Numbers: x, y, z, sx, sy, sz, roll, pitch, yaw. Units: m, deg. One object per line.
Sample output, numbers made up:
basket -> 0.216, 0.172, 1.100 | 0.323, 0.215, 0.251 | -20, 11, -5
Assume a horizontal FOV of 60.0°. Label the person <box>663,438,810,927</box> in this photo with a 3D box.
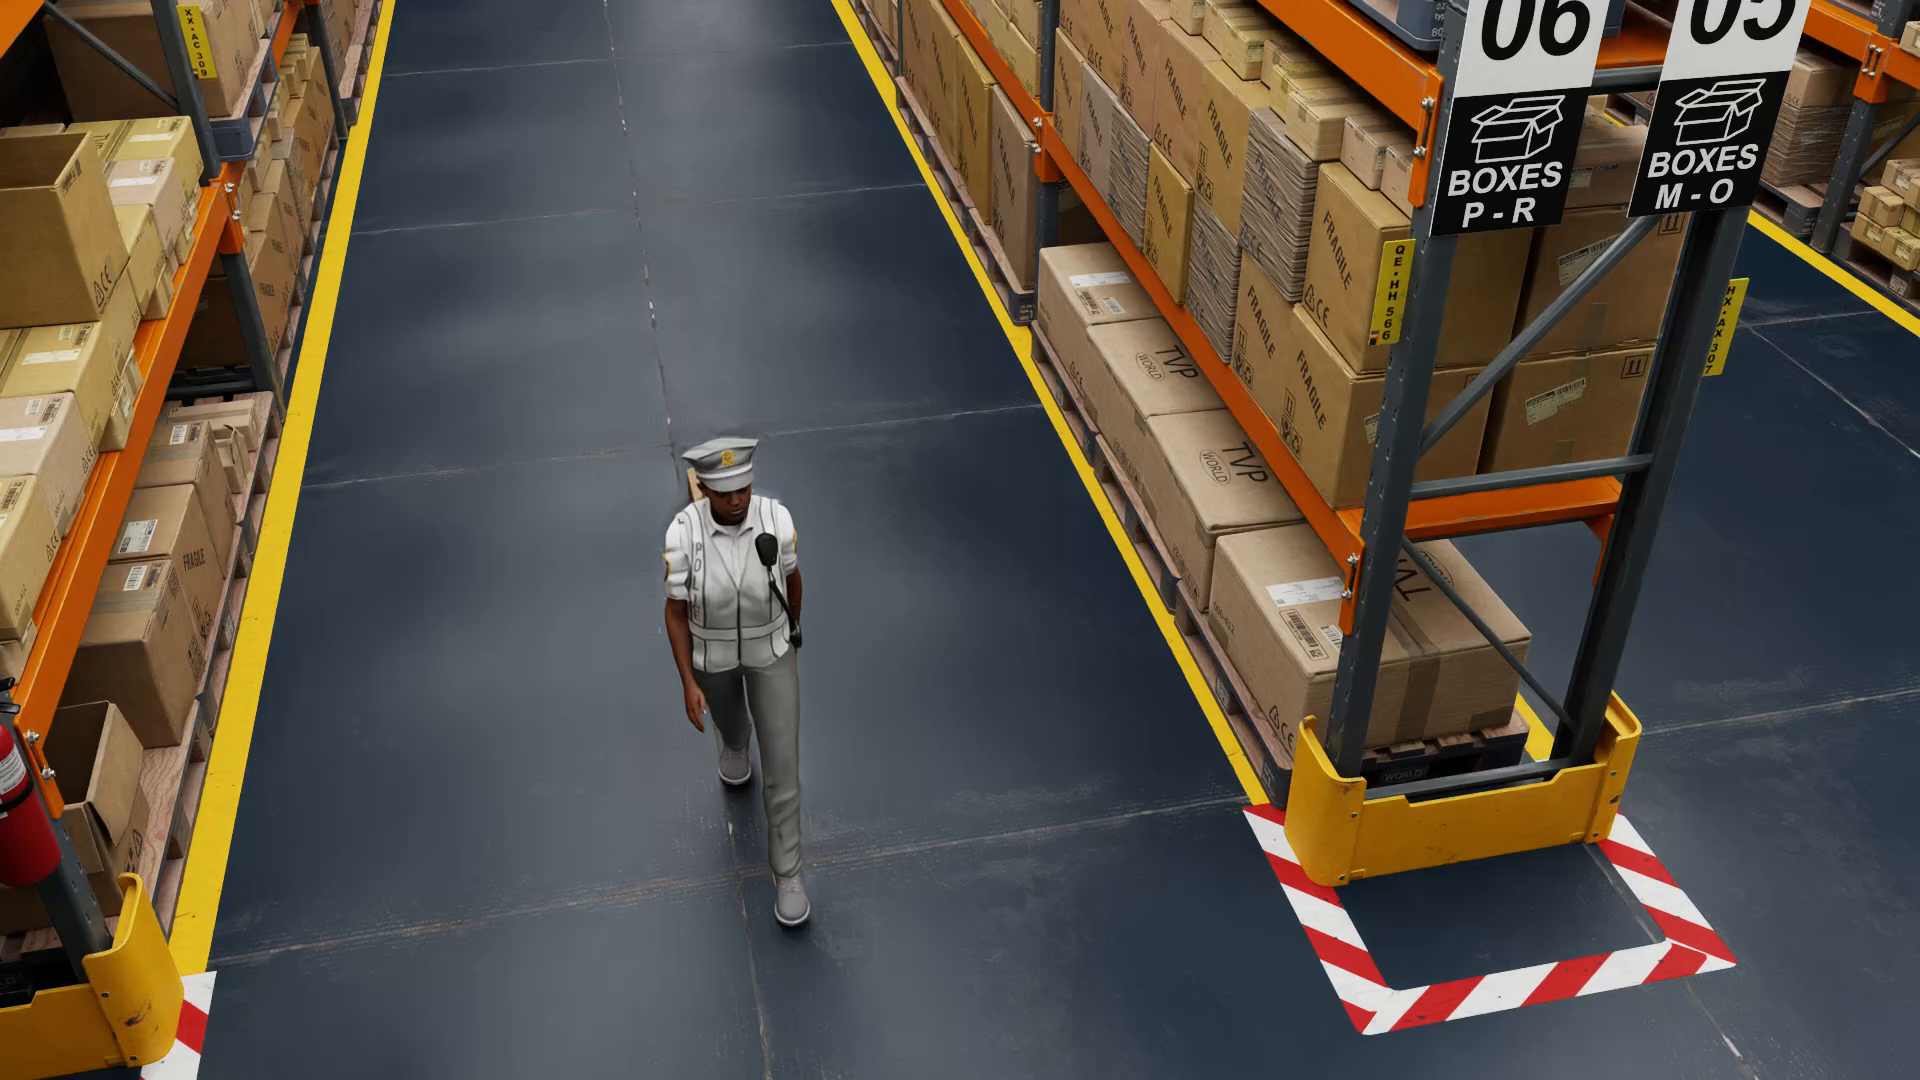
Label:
person -> -0.736, 0.379, 5.544 | 0.441, 1.622, 1.019 | -5, 35, -7
